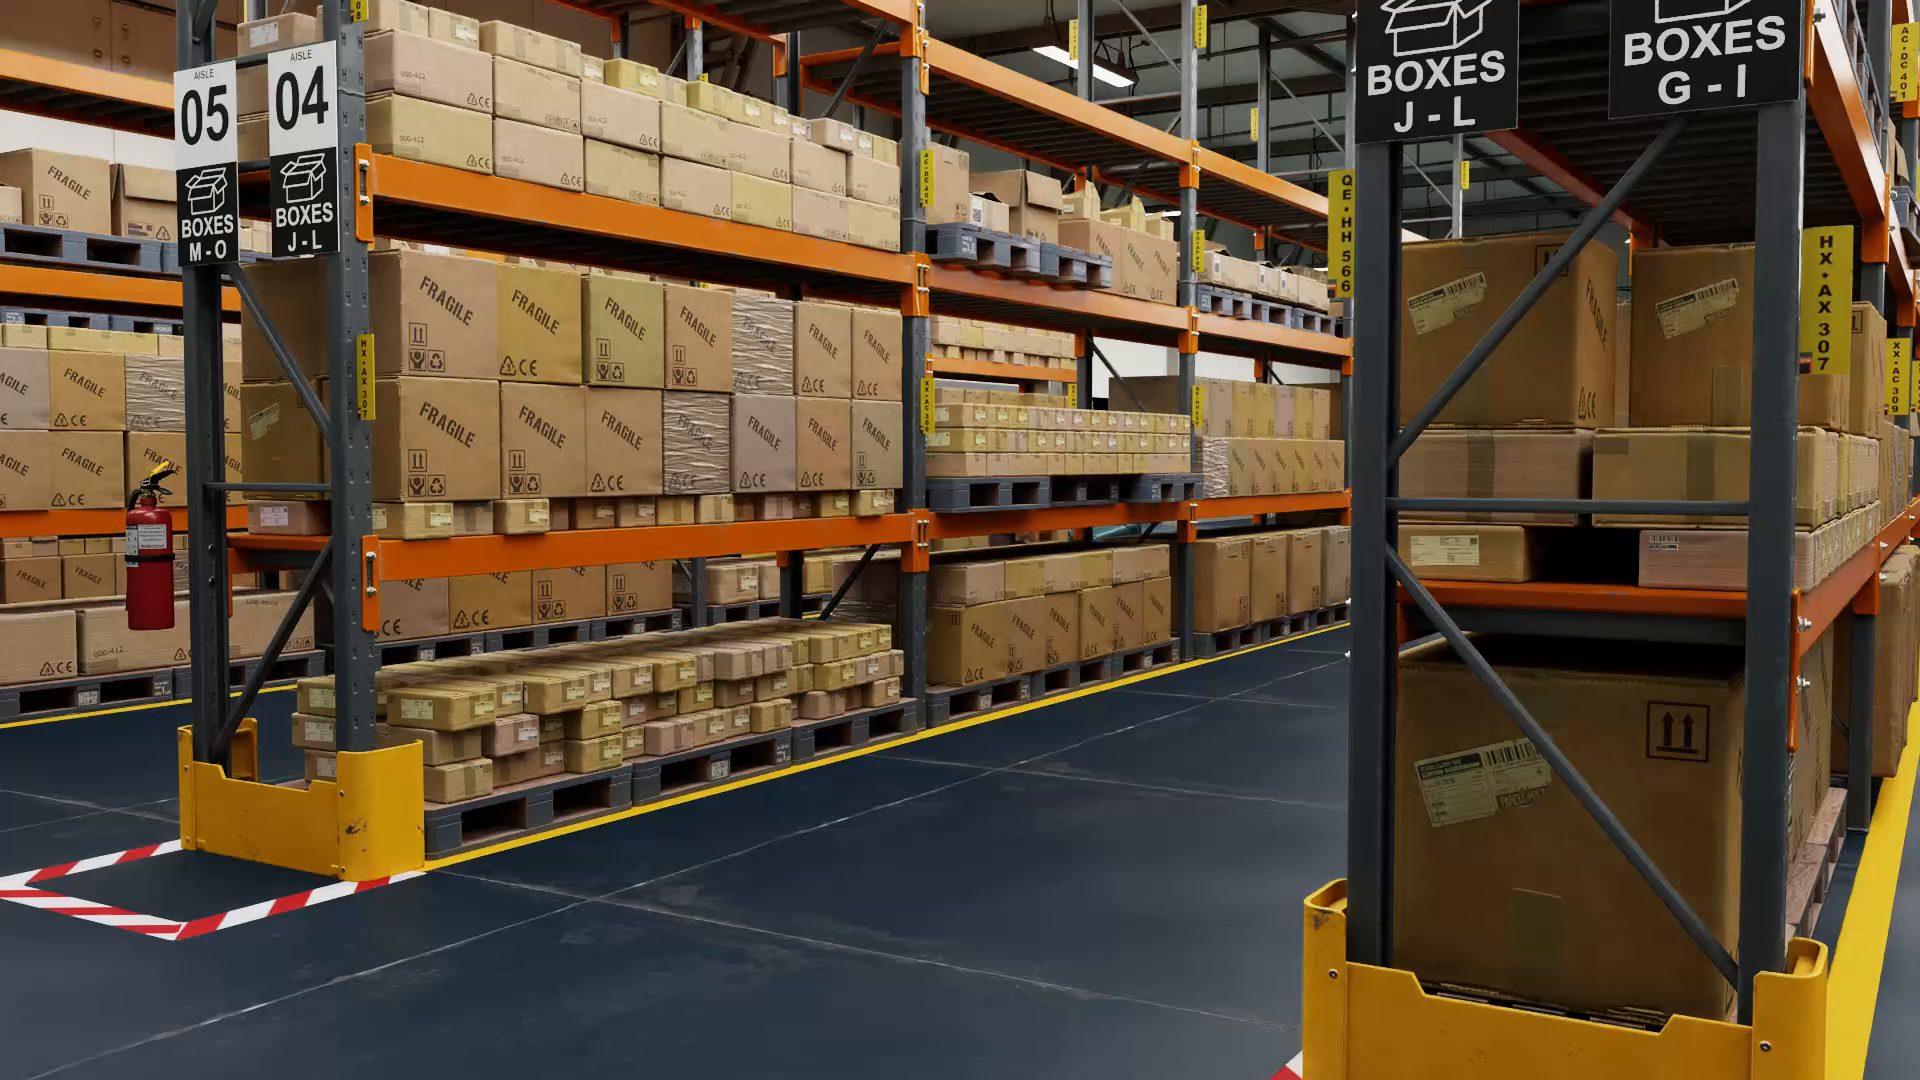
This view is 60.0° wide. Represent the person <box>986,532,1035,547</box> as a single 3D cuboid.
[{"bbox_3d":[0.532,-0.005,15.682,0.535,1.726,0.521,2,3,31],"label":"person"}]
